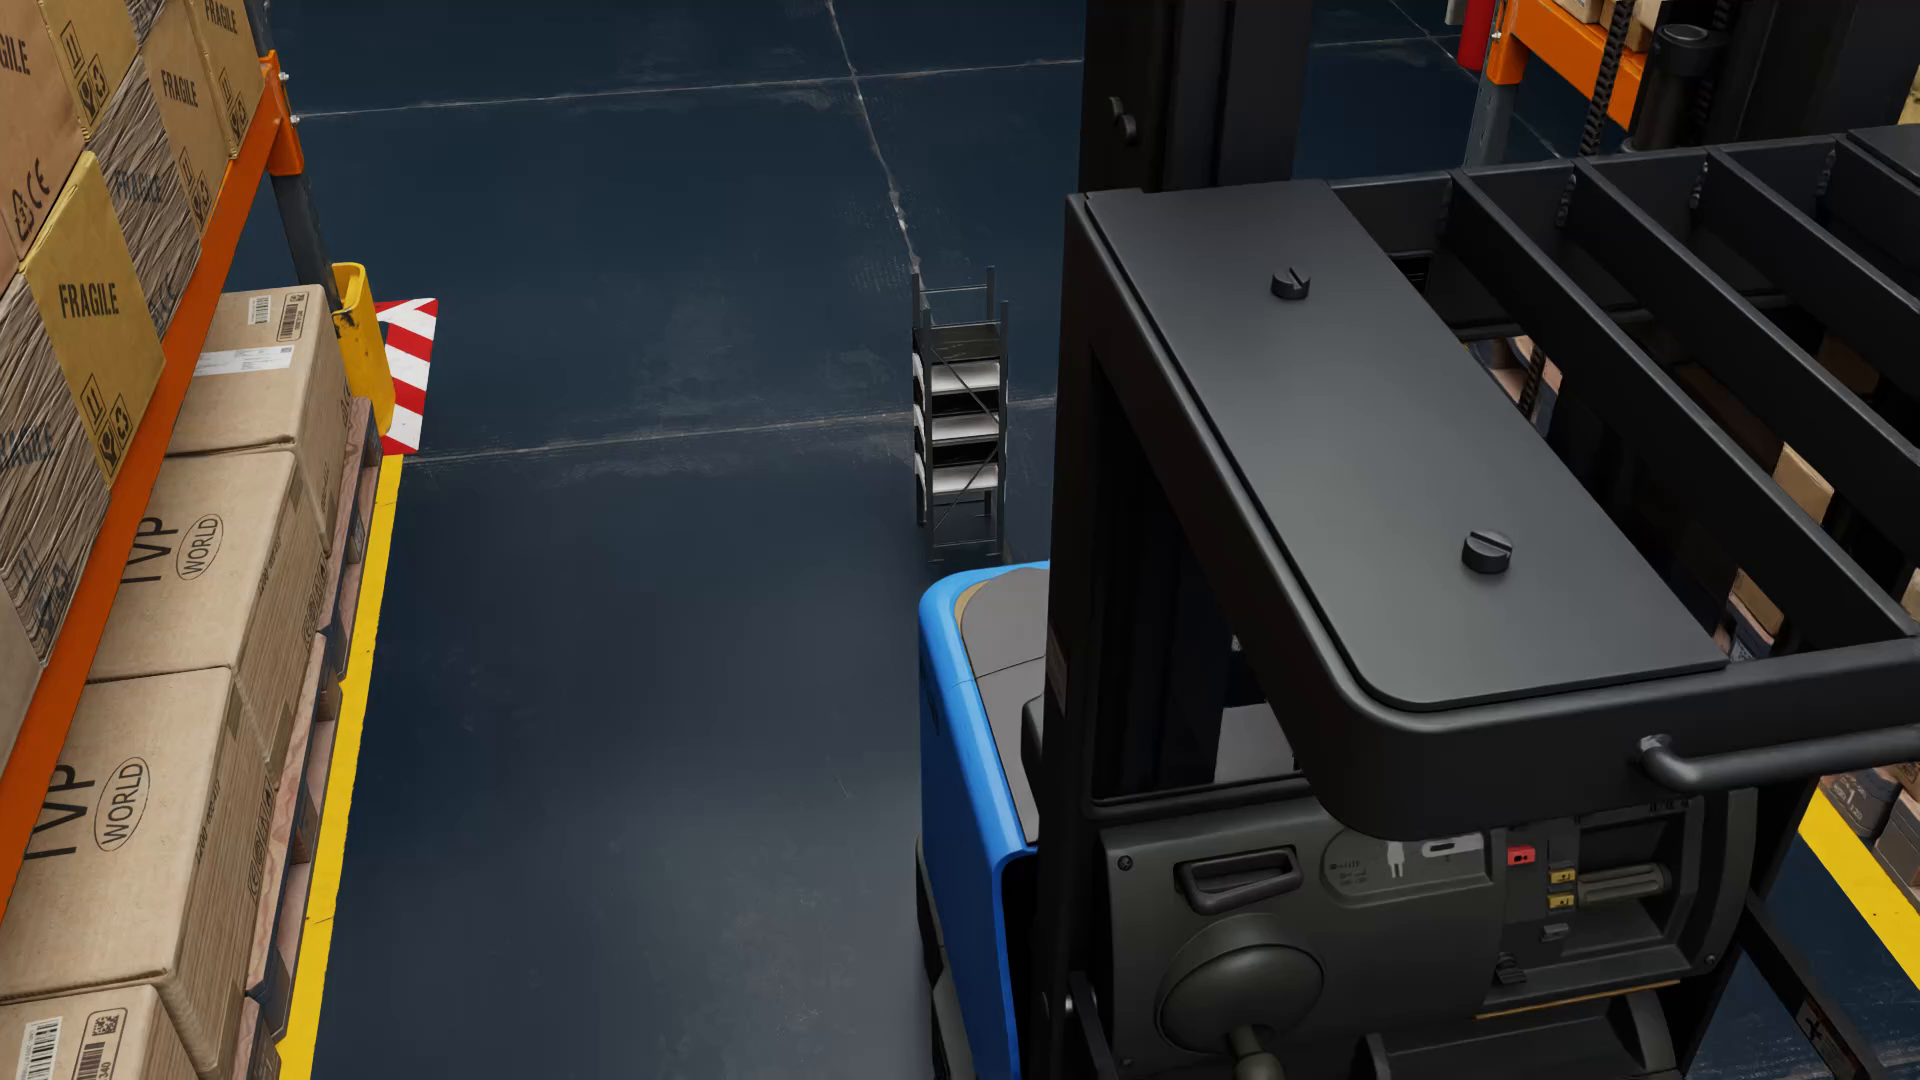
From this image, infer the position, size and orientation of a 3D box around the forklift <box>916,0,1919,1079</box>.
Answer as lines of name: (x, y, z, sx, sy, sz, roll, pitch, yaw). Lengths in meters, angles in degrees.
forklift: (0.694, 0.589, 2.102, 1.130, 2.935, 3.031, -7, 38, -9)

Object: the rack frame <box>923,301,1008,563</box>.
rack frame: (0.016, -0.299, 4.901, 0.240, 0.900, 0.006, -6, 38, -8)

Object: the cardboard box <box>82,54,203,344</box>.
cardboard box: (-2.041, -0.720, 3.650, 0.500, 0.500, 0.500, -5, 38, -7)

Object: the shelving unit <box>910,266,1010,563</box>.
shelving unit: (-0.001, -0.360, 4.980, 0.258, 0.900, 0.210, -6, 38, -8)

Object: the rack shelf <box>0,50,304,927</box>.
rack shelf: (-2.209, -0.065, 3.476, 1.077, 0.370, 4.000, -6, 38, -8)

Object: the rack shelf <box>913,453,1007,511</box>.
rack shelf: (-0.001, -0.192, 5.111, 0.258, 0.077, 0.200, -6, 38, -8)

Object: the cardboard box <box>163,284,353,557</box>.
cardboard box: (-2.345, -0.324, 4.968, 0.875, 0.438, 0.875, -7, 38, -9)

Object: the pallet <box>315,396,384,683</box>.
pallet: (-2.342, 0.018, 5.054, 1.003, 0.211, 1.213, -6, 38, -8)

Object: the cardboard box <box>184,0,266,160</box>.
cardboard box: (-2.214, -1.334, 4.441, 0.500, 0.500, 0.500, -6, 38, -8)

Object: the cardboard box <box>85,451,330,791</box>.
cardboard box: (-2.177, 0.228, 4.257, 0.875, 0.438, 0.875, -5, 38, -7)

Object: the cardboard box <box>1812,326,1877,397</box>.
cardboard box: (2.452, -0.372, 4.979, 0.700, 0.500, 0.500, -5, 38, -6)

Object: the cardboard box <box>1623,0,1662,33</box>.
cardboard box: (2.229, -1.544, 4.673, 0.500, 0.250, 0.500, -6, 38, -7)

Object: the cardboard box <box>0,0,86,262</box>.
cardboard box: (-1.950, -0.811, 2.952, 0.500, 0.500, 0.500, -6, 38, -8)

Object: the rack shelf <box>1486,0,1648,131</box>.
rack shelf: (2.677, -0.601, 4.166, 1.077, 0.370, 4.000, -6, 38, -8)

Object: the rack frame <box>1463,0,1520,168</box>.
rack frame: (2.327, -2.094, 5.500, 1.000, 3.000, 0.127, -6, 38, -8)

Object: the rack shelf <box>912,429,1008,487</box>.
rack shelf: (-0.001, -0.263, 5.056, 0.258, 0.077, 0.200, -6, 38, -8)

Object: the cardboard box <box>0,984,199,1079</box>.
cardboard box: (-1.863, 1.314, 2.860, 0.875, 0.438, 0.875, -7, 38, -9)

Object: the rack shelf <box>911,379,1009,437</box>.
rack shelf: (-0.001, -0.405, 4.945, 0.258, 0.077, 0.200, -6, 38, -8)

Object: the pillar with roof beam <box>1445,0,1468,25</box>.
pillar with roof beam: (-1.497, -5.725, 5.284, 9.100, 9.000, 0.400, -6, 38, -8)

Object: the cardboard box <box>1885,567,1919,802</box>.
cardboard box: (2.634, 0.255, 4.172, 0.700, 0.500, 0.500, -8, 38, -10)

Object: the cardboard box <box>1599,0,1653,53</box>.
cardboard box: (2.204, -1.618, 5.092, 0.380, 0.149, 0.250, -5, 38, -7)

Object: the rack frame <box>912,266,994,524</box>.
rack frame: (-0.019, -0.422, 5.059, 0.240, 0.900, 0.006, -6, 38, -8)

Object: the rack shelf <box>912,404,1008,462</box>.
rack shelf: (-0.001, -0.334, 5.001, 0.258, 0.077, 0.200, -6, 38, -8)

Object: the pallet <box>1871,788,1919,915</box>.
pallet: (2.908, 1.009, 3.780, 1.003, 0.211, 1.213, -6, 38, -8)

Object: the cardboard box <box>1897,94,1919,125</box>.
cardboard box: (2.432, -0.932, 3.884, 0.500, 0.250, 0.500, -7, 38, -9)

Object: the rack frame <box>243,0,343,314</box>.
rack frame: (-2.560, -1.557, 4.810, 1.000, 3.000, 0.127, -6, 38, -8)

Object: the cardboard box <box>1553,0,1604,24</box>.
cardboard box: (2.114, -1.766, 5.283, 0.380, 0.149, 0.250, -7, 38, -8)

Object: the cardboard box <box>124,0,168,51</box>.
cardboard box: (-2.120, -1.414, 3.728, 0.500, 0.500, 0.500, -6, 38, -8)

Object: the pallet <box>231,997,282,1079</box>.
pallet: (-1.915, 1.492, 3.157, 1.003, 0.211, 1.213, -6, 38, -8)

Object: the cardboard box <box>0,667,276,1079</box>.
cardboard box: (-2.020, 0.773, 3.556, 0.875, 0.438, 0.875, -7, 38, -9)

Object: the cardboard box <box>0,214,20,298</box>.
cardboard box: (-1.864, -0.506, 2.560, 0.500, 0.500, 0.500, -6, 38, -7)

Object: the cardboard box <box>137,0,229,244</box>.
cardboard box: (-2.141, -1.029, 4.048, 0.500, 0.500, 0.500, -7, 38, -9)

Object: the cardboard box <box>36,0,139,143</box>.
cardboard box: (-2.037, -1.115, 3.343, 0.500, 0.500, 0.500, -6, 38, -8)

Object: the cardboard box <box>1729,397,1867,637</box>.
cardboard box: (2.446, -0.042, 4.554, 0.500, 0.500, 0.500, -6, 38, -7)

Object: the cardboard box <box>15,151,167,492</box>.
cardboard box: (-1.938, -0.409, 3.250, 0.500, 0.500, 0.500, -5, 38, -7)

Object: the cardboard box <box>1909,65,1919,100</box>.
cardboard box: (2.404, -1.239, 3.668, 0.500, 0.500, 0.500, -5, 38, -7)

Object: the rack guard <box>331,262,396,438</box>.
rack guard: (-2.564, -0.585, 5.595, 1.175, 0.500, 0.348, -6, 38, -8)

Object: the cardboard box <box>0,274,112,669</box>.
cardboard box: (-1.848, -0.098, 2.850, 0.500, 0.500, 0.500, -6, 38, -8)

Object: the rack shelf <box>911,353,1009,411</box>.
rack shelf: (-0.001, -0.476, 4.890, 0.258, 0.077, 0.200, -6, 38, -8)

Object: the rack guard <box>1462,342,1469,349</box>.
rack guard: (2.340, -1.061, 6.208, 1.175, 0.500, 0.348, -6, 38, -8)

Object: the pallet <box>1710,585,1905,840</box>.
pallet: (2.691, 0.270, 4.730, 1.003, 0.211, 1.213, -6, 38, -8)

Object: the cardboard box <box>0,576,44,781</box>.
cardboard box: (-1.767, 0.203, 2.462, 0.500, 0.500, 0.500, -6, 38, -8)

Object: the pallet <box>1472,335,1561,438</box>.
pallet: (2.481, -0.465, 5.677, 1.003, 0.211, 1.213, -6, 38, -8)

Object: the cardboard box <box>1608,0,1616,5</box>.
cardboard box: (2.141, -1.849, 5.065, 0.500, 0.250, 0.500, -6, 38, -8)

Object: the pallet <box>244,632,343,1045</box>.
pallet: (-2.132, 0.754, 4.108, 1.003, 0.211, 1.213, -6, 38, -8)

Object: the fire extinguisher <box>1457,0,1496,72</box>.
fire extinguisher: (1.846, -1.955, 5.688, 0.296, 0.674, 0.183, -6, 38, -8)

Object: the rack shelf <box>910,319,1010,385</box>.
rack shelf: (-0.001, -0.547, 4.835, 0.258, 0.077, 0.200, -6, 38, -8)
